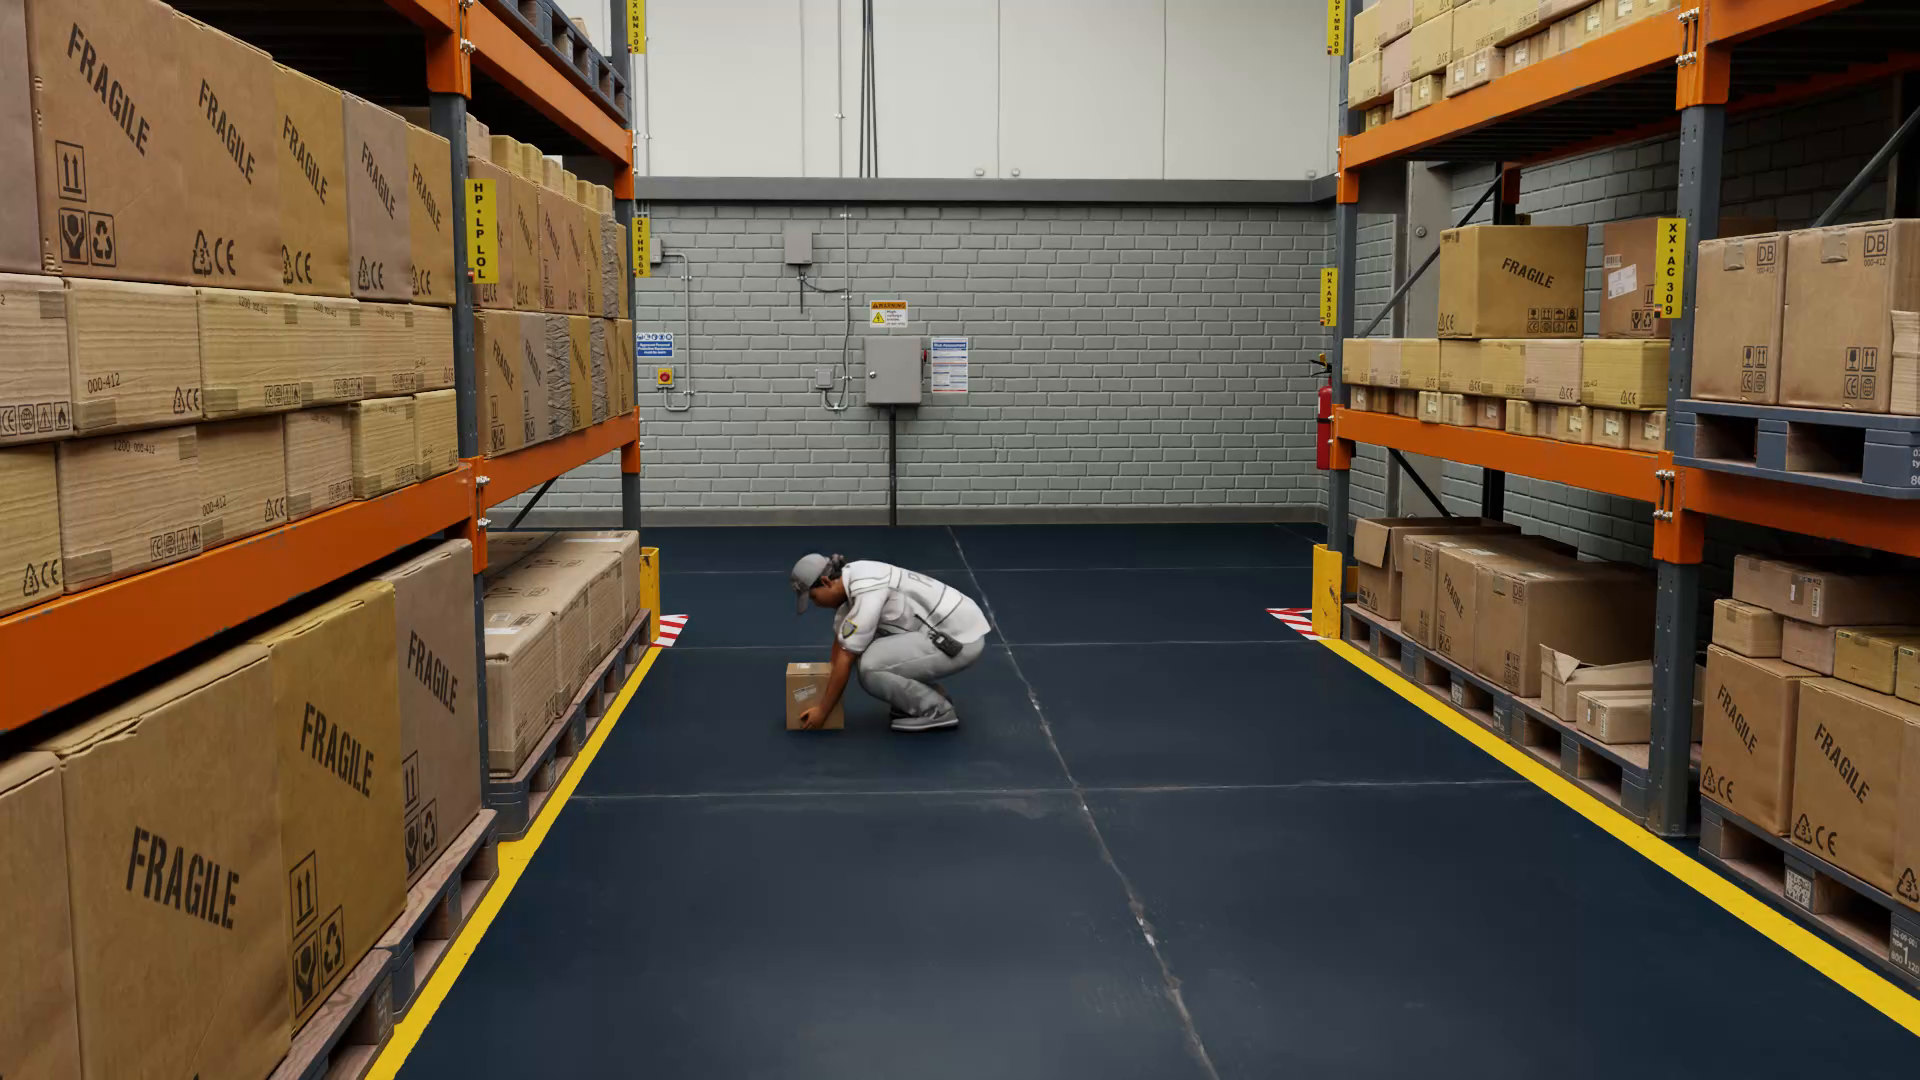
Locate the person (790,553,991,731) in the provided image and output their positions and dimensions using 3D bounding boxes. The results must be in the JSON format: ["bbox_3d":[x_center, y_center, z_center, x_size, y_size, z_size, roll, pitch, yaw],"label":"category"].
[{"bbox_3d":[-0.312,0.450,7.376,0.871,0.807,0.531,0,7,-4],"label":"person"}]
